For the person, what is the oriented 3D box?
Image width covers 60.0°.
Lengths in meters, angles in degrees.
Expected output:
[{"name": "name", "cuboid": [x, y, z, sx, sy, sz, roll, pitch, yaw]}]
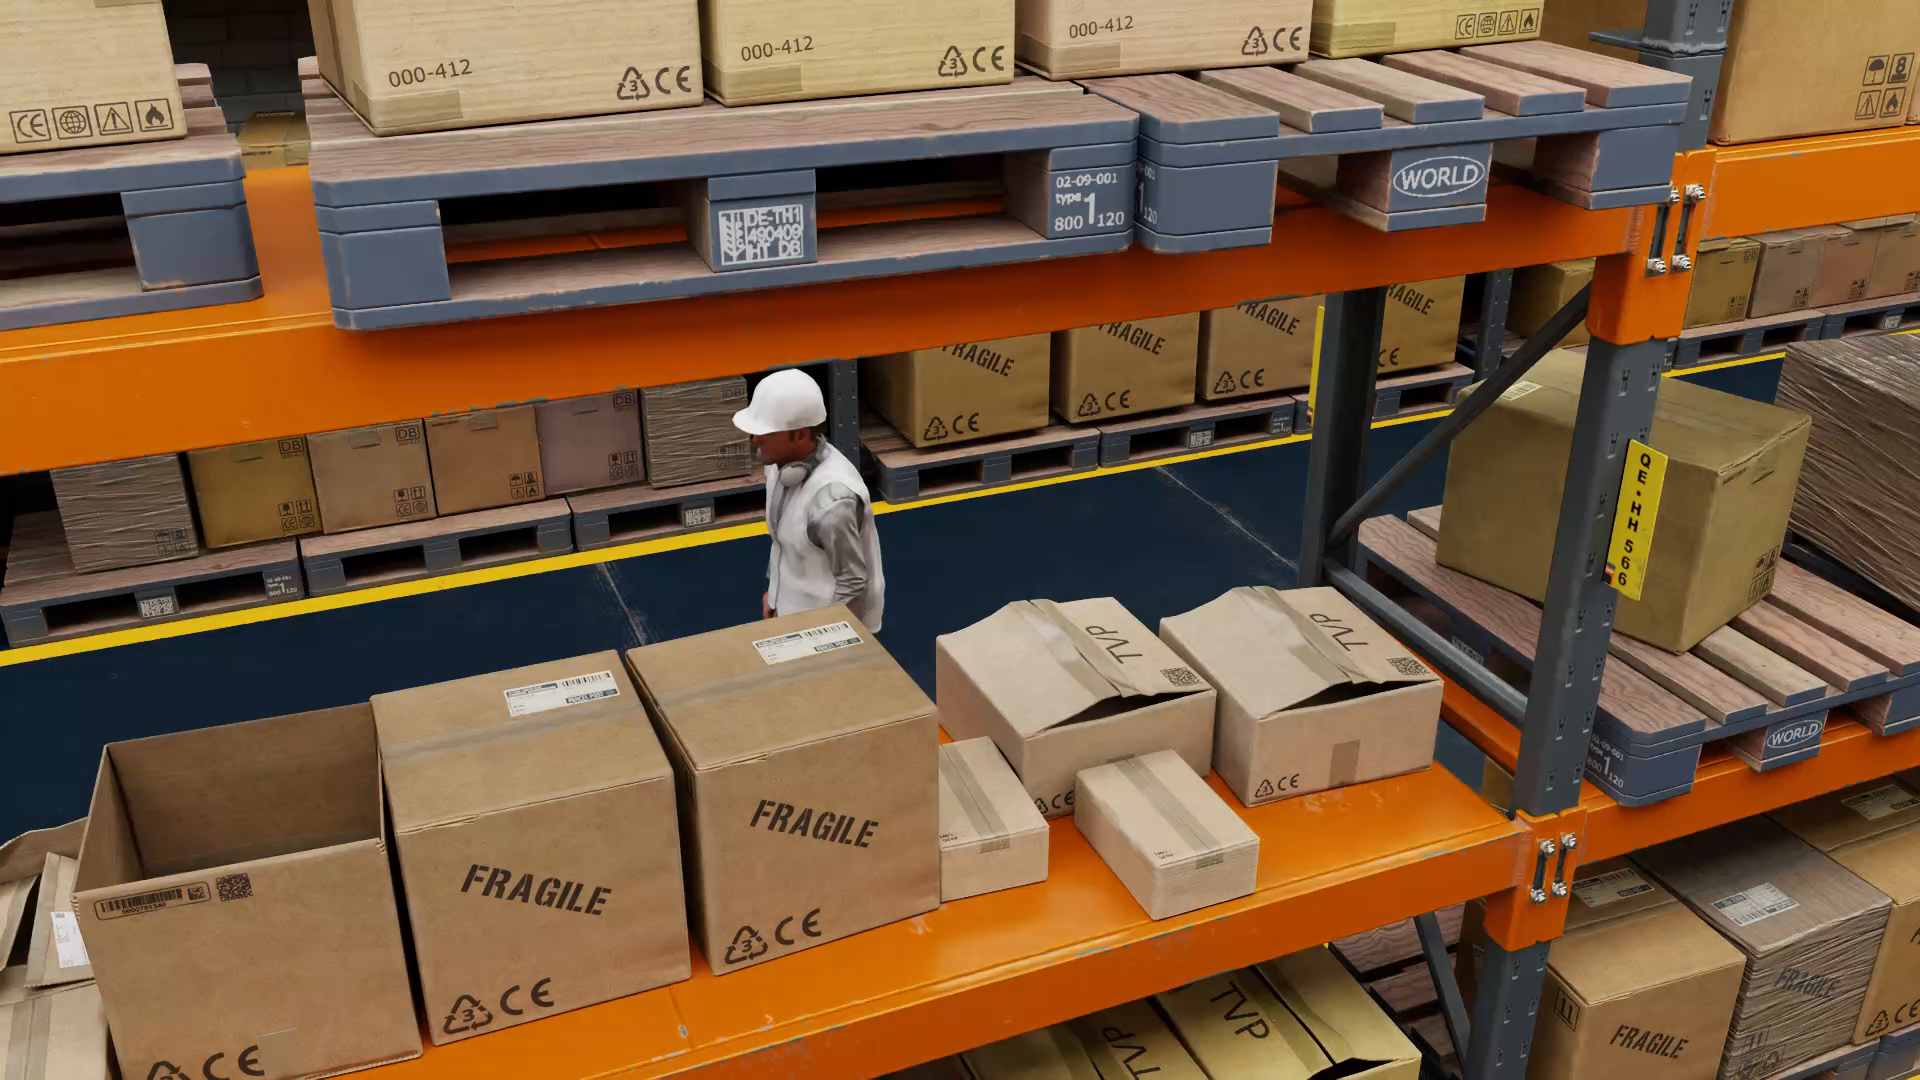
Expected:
[{"name": "person", "cuboid": [-0.496, 0.257, 5.549, 0.464, 1.770, 0.589, -12, 28, -24]}]
